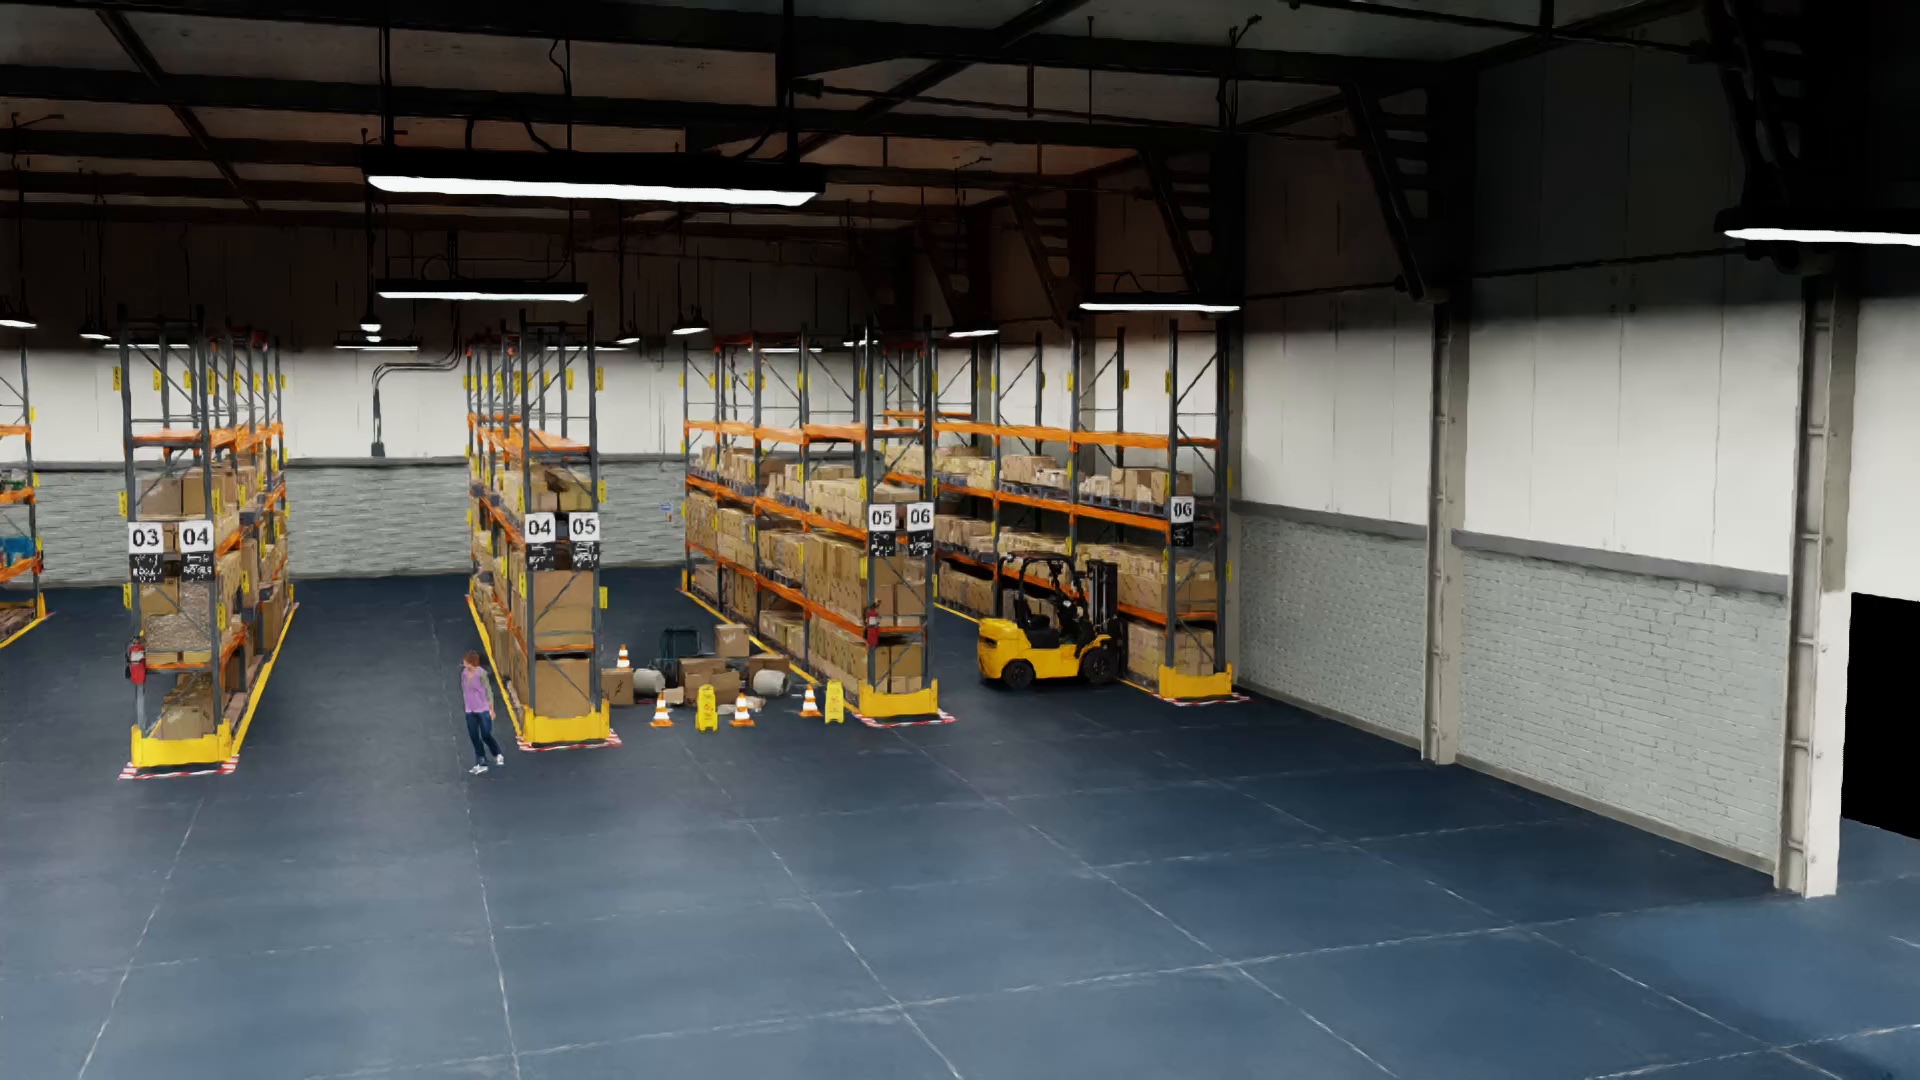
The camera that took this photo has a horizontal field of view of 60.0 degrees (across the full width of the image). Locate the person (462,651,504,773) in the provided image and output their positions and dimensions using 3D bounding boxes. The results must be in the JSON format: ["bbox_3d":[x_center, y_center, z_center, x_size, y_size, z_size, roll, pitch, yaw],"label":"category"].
[{"bbox_3d":[-6.146,2.191,21.393,0.473,1.589,0.501,2,6,20],"label":"person"}]

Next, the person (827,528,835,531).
[{"bbox_3d":[-3.203,0.066,42.683,0.646,1.759,0.387,4,7,39],"label":"person"}]
